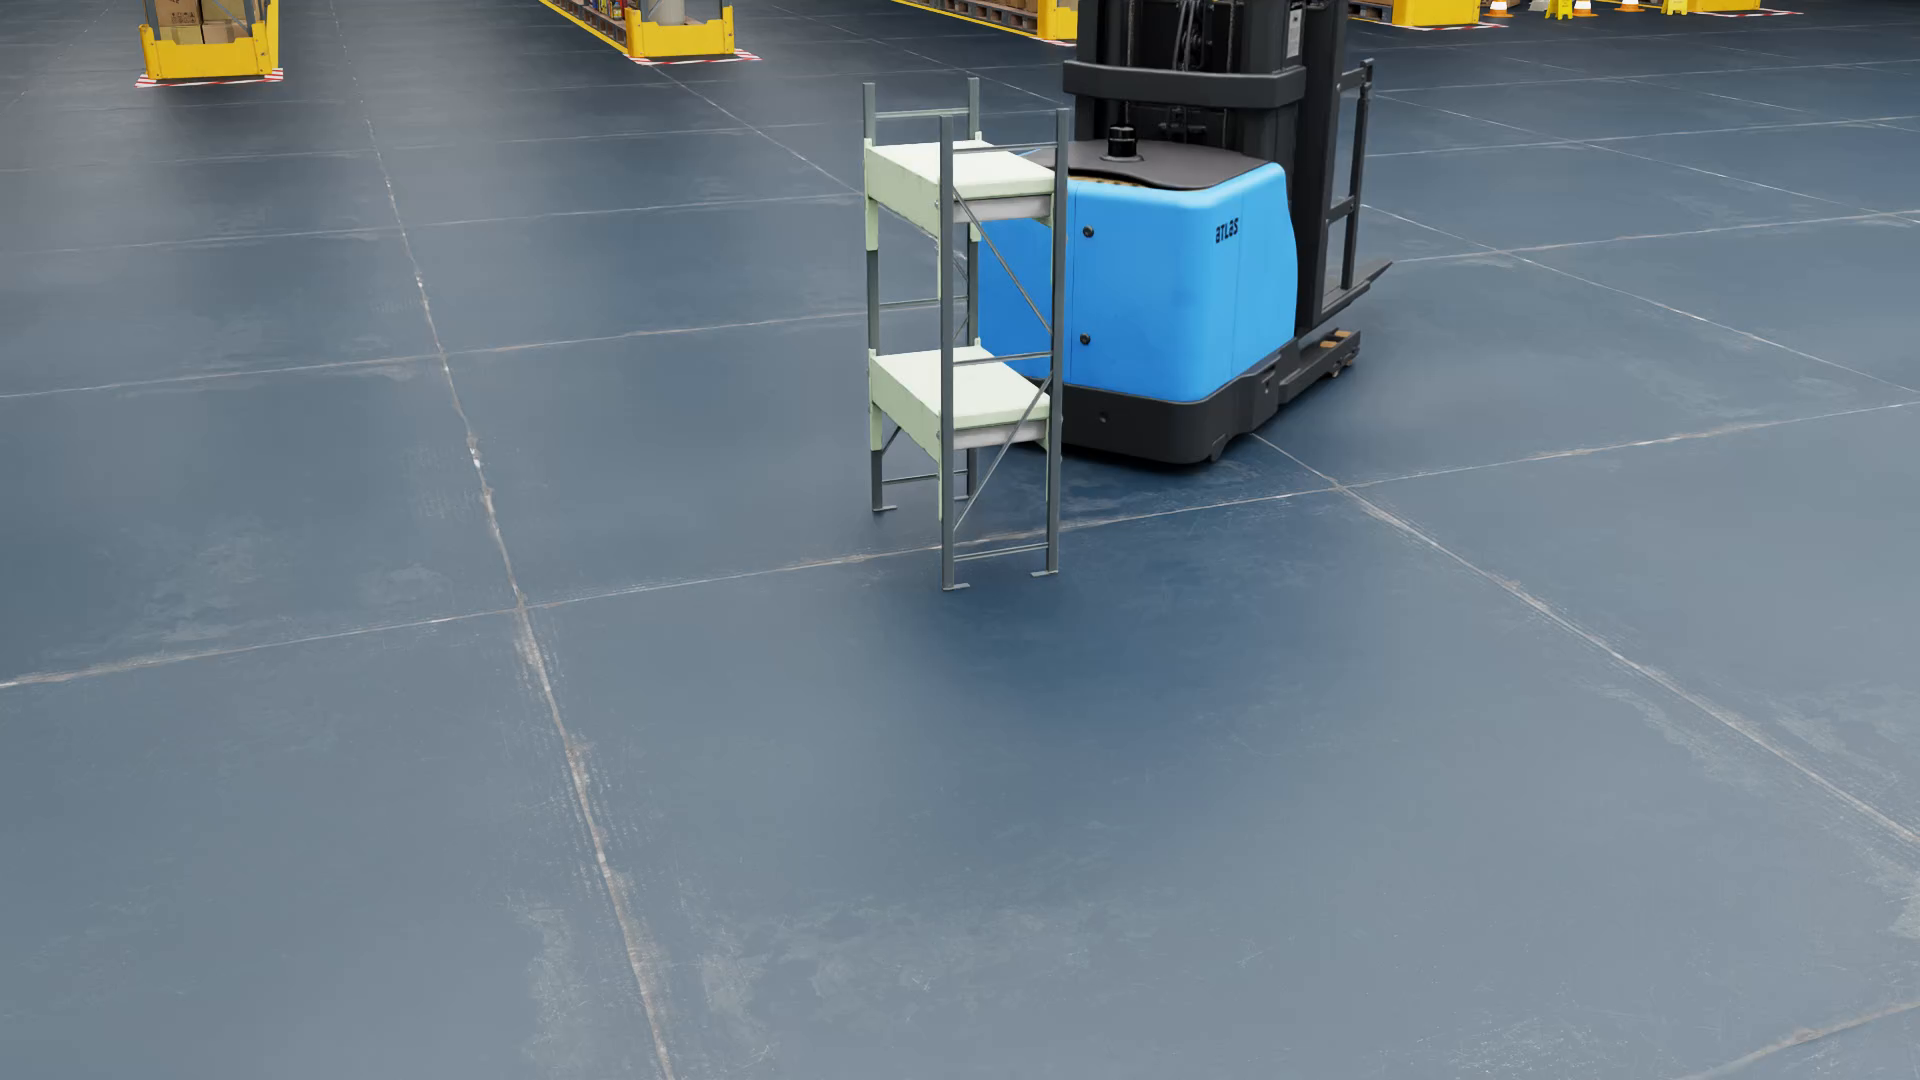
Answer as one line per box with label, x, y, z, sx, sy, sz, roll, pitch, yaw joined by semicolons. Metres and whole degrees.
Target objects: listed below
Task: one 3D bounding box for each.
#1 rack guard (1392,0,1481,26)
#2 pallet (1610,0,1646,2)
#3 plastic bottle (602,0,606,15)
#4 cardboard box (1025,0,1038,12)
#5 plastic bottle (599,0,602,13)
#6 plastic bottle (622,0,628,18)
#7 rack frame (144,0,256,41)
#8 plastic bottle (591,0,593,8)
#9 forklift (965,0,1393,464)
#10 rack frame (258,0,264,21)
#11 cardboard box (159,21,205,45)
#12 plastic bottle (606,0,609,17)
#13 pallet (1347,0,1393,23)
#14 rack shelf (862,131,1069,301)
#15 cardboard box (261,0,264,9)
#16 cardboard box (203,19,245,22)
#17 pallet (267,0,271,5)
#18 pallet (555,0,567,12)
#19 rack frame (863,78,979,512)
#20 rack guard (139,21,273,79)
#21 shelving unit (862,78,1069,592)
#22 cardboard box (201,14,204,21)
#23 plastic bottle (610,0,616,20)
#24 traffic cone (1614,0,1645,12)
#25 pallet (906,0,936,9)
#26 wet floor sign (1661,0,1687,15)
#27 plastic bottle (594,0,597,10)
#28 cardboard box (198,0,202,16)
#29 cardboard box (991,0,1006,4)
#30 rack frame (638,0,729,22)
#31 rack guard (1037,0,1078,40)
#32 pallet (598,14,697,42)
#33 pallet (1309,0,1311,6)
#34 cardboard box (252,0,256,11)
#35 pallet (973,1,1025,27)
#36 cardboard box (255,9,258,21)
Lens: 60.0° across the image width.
rack guard;6.243;-7.019;21.759;1.175;0.500;0.348;-8;24;-19
pallet;10.122;-8.380;25.361;1.003;0.211;1.213;-8;24;-19
plastic bottle;-4.374;-6.718;20.671;0.144;0.351;0.185;-9;24;-19
cardboard box;1.111;-7.019;21.218;0.500;0.500;0.500;-2;23;-5
plastic bottle;-4.505;-6.776;20.895;0.061;0.283;0.133;-7;24;-17
plastic bottle;-4.098;-6.524;20.298;0.061;0.283;0.133;-8;24;-19
rack frame;-7.710;-6.178;16.545;1.000;3.000;0.127;-8;24;-19
plastic bottle;-4.714;-6.973;21.468;0.097;0.201;0.097;0;23;0
forklift;1.187;-2.163;7.109;1.130;2.935;3.031;13;26;28
rack frame;-9.123;-7.631;19.993;1.000;3.000;0.127;-8;24;-19
cardboard box;-8.176;-5.258;17.363;0.500;0.250;0.500;-8;24;-19
plastic bottle;-4.246;-6.556;20.384;0.152;0.276;0.135;-9;24;-20
pallet;5.879;-7.174;22.499;1.003;0.211;1.213;-8;24;-19
rack shelf;0.002;-1.048;5.301;0.431;0.370;0.720;-8;24;-19
cardboard box;-9.213;-6.924;21.315;0.500;0.250;0.500;-8;24;-18
cardboard box;-7.872;-5.511;17.962;0.500;0.250;0.500;-8;24;-19
pallet;-10.765;-8.076;24.639;1.003;0.211;1.213;-8;24;-19
pallet;-5.236;-7.748;23.862;1.003;0.211;1.213;-8;24;-19
rack frame;-0.127;-0.822;5.768;0.400;1.500;0.023;-8;24;-19
rack guard;-7.702;-5.017;17.010;1.175;0.500;0.348;-8;24;-19
shelving unit;0.002;-0.689;5.453;0.431;1.500;0.755;-8;24;-19
cardboard box;-8.542;-5.620;18.221;0.500;0.250;0.500;-8;24;-19
plastic bottle;-4.192;-6.454;20.132;0.061;0.283;0.133;-8;24;-18
traffic cone;9.471;-7.705;23.436;0.336;0.463;0.334;-8;24;-19
pallet;-0.131;-7.987;24.427;1.003;0.211;1.213;-8;24;-19
wet floor sign;9.896;-7.594;22.938;0.267;0.644;0.232;0;23;-1
plastic bottle;-4.591;-6.941;21.200;0.144;0.351;0.185;-8;24;-18
cardboard box;-8.545;-5.965;18.074;0.500;0.500;0.500;-8;24;-19
cardboard box;0.752;-7.458;22.260;0.500;0.500;0.500;-11;25;-24
rack frame;-3.075;-6.856;18.154;1.000;3.000;0.127;-8;24;-19
rack guard;1.532;-6.411;20.317;1.175;0.500;0.348;-8;24;-19
pallet;-3.855;-6.331;20.498;1.003;0.211;1.213;-8;24;-19
pallet;5.017;-8.061;24.603;1.003;0.211;1.213;-8;24;-19
cardboard box;-8.219;-6.220;18.680;0.500;0.500;0.500;-8;24;-19
pallet;0.851;-7.021;22.135;1.003;0.211;1.213;-8;24;-19
cardboard box;-8.220;-5.875;18.826;0.500;0.250;0.500;-8;24;-19
